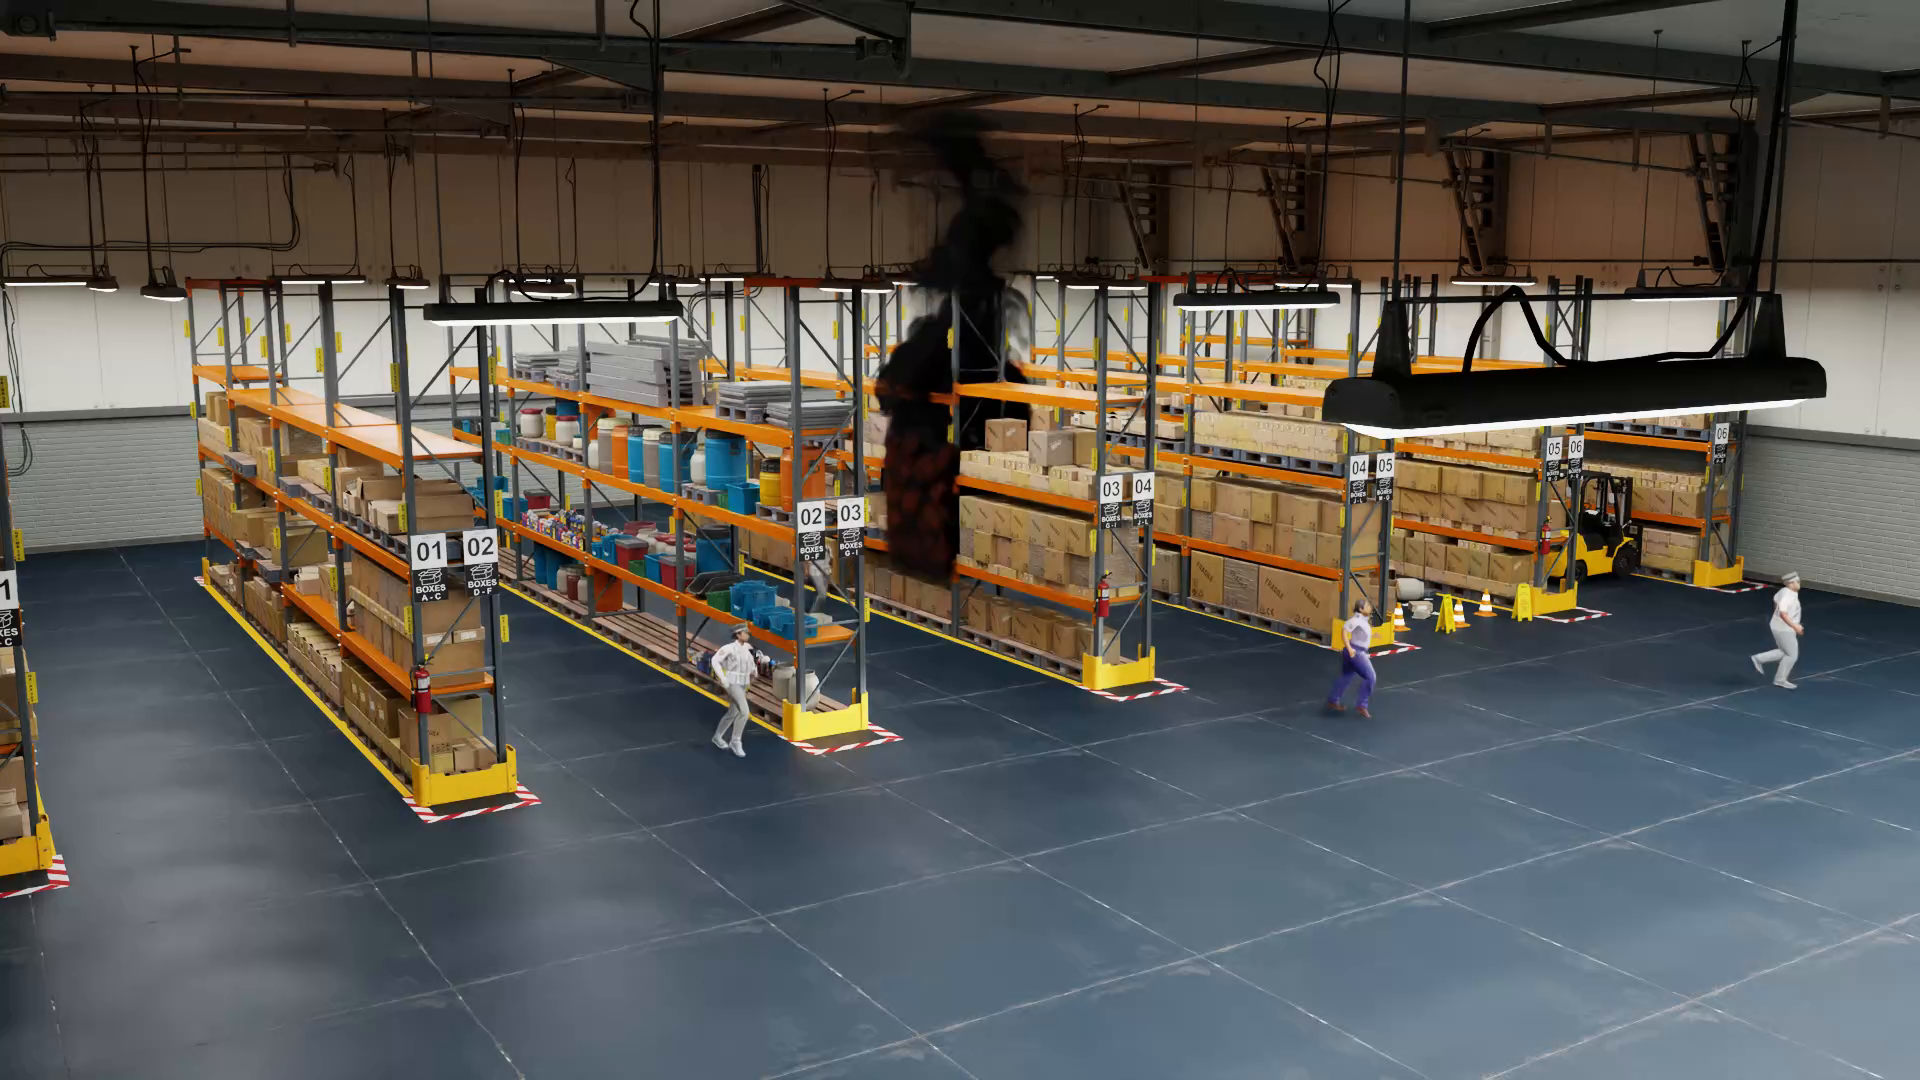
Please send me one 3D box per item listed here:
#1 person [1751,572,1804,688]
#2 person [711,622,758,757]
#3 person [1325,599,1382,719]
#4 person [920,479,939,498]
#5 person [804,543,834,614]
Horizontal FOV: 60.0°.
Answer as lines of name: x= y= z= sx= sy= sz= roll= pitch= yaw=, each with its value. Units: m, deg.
person: x=12.295 y=1.330 z=24.922 sx=0.599 sy=1.765 sz=0.669 roll=3 pitch=10 yaw=18
person: x=-2.903 y=1.921 z=21.673 sx=0.664 sy=1.723 sz=0.604 roll=5 pitch=11 yaw=27
person: x=5.531 y=1.651 z=23.324 sx=0.753 sy=1.700 sz=0.593 roll=2 pitch=10 yaw=9
person: x=-0.511 y=-0.472 z=35.690 sx=0.650 sy=1.741 sz=0.868 roll=-5 pitch=11 yaw=-26
person: x=-2.447 y=0.657 z=29.077 sx=0.543 sy=1.736 sz=0.713 roll=-9 pitch=13 yaw=-43
